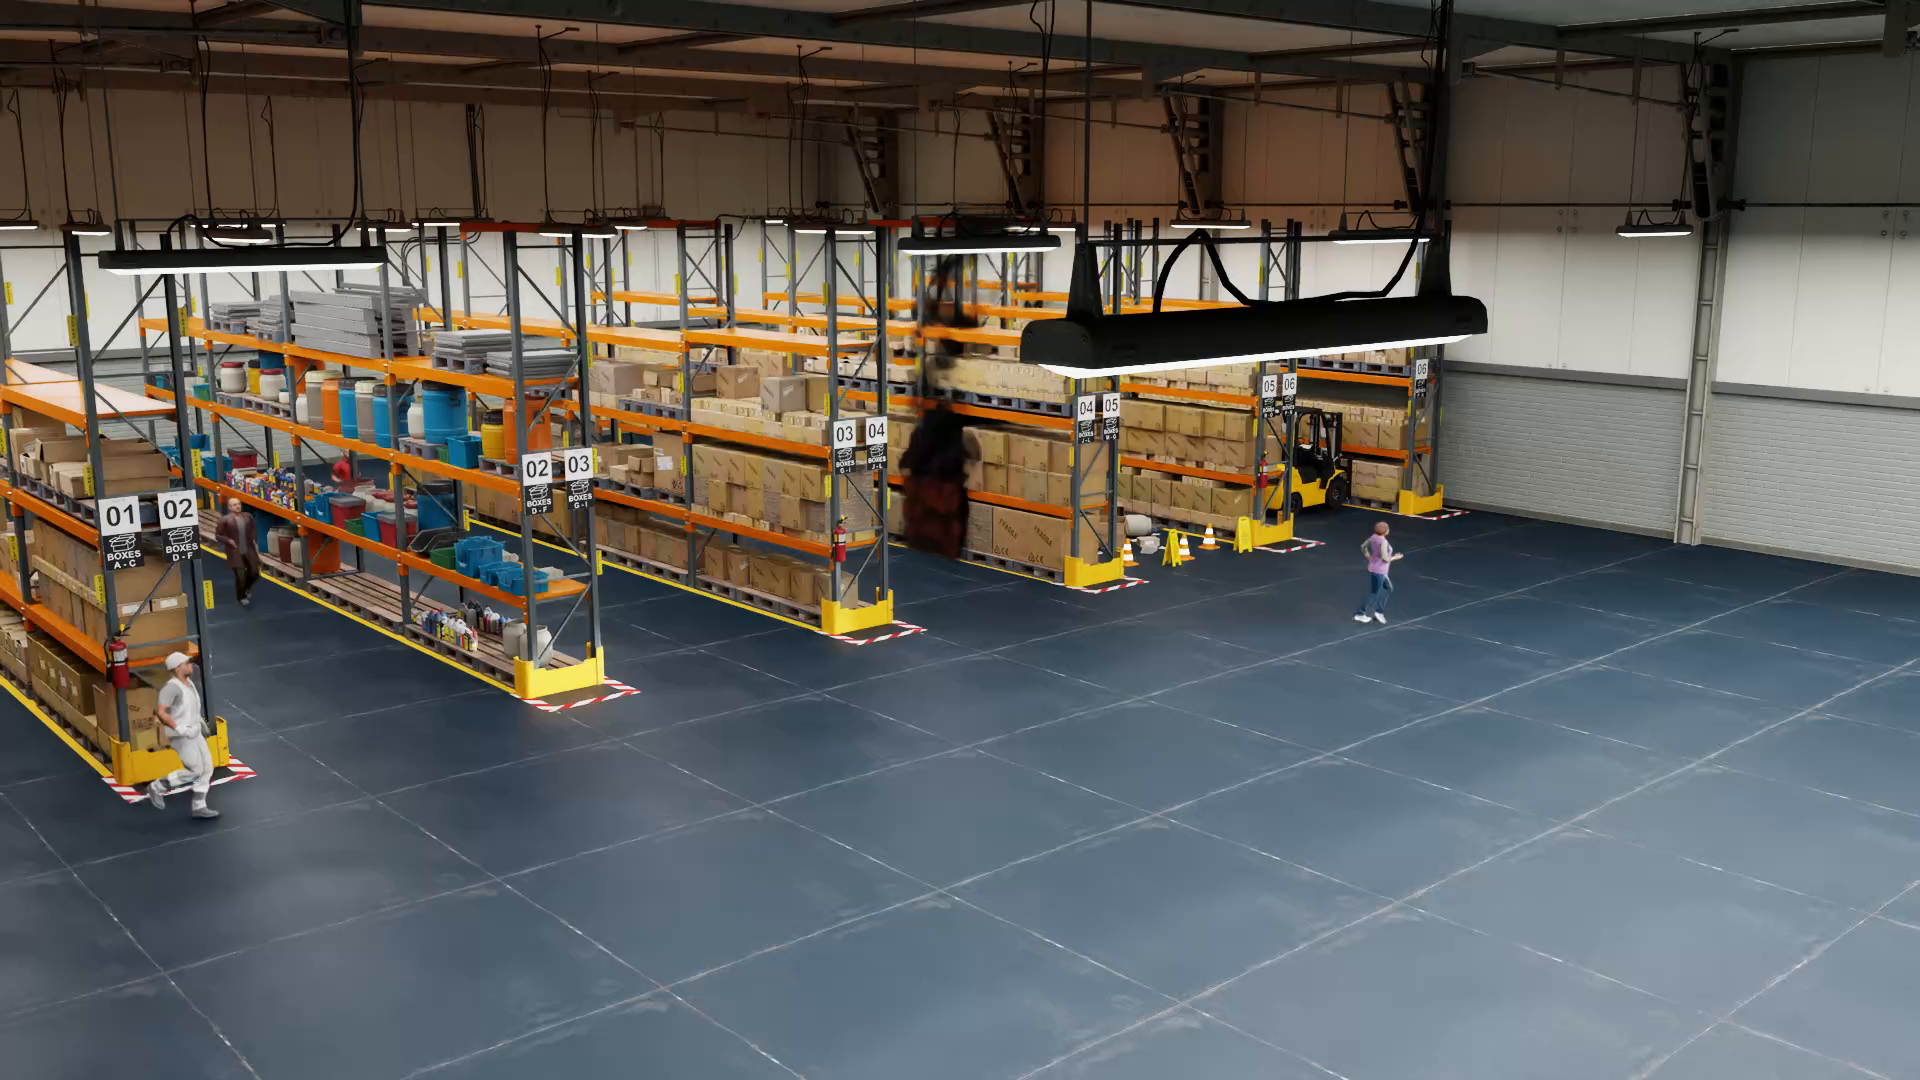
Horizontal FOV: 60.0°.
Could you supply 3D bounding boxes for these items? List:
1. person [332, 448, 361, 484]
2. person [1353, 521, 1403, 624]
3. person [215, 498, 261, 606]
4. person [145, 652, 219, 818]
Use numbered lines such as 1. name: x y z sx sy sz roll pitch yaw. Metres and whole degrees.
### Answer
1. person: -11.906 -0.967 32.431 0.752 1.700 0.663 8 14 35
2. person: 6.362 0.525 25.301 0.702 1.616 0.513 0 11 -2
3. person: -11.465 0.190 26.524 0.703 1.728 0.654 -11 15 -42
4. person: -8.150 2.028 17.477 0.723 1.719 0.708 -1 11 -5
